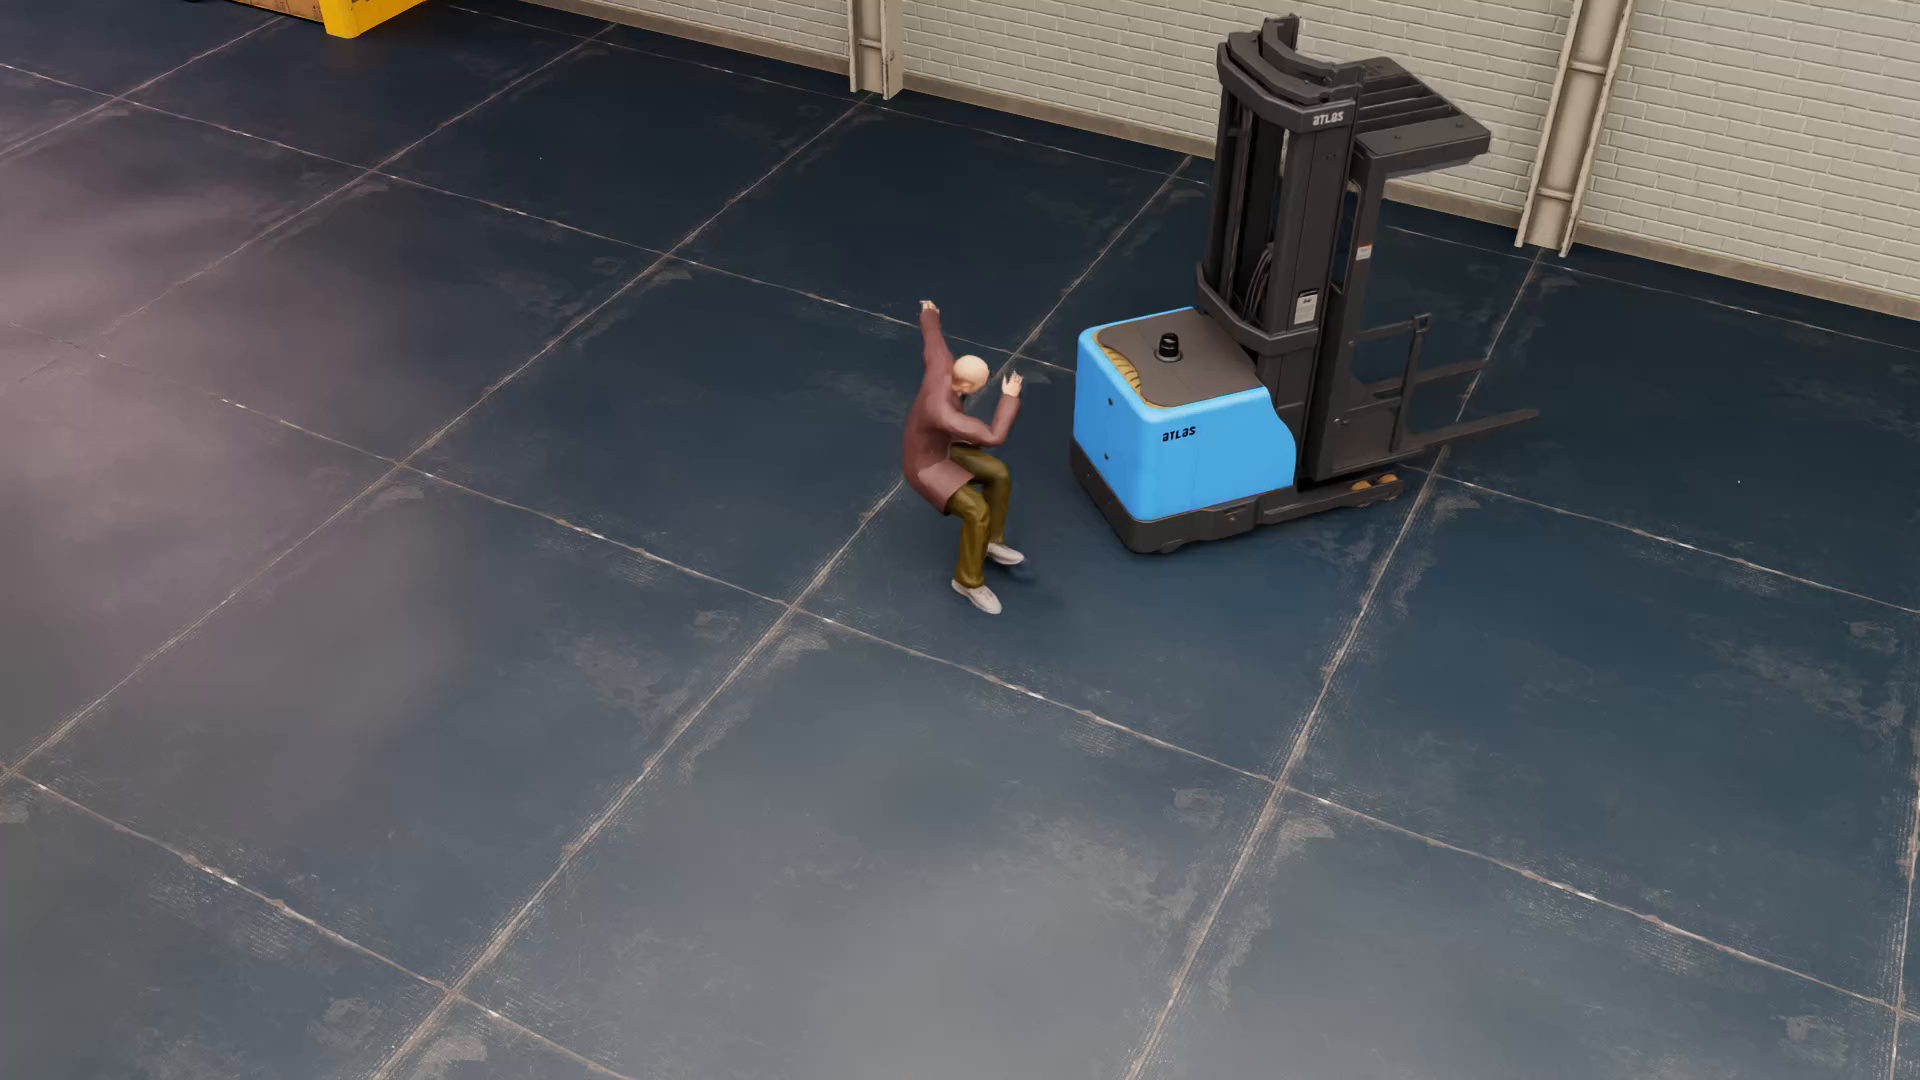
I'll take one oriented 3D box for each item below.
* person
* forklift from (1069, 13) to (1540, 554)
[{"bbox_3d":[0.044,-0.582,9.872,0.749,1.449,1.464,4,40,4],"label":"person"},{"bbox_3d":[2.276,-1.632,9.924,3.031,2.935,1.130,-14,42,-16],"label":"forklift"}]
